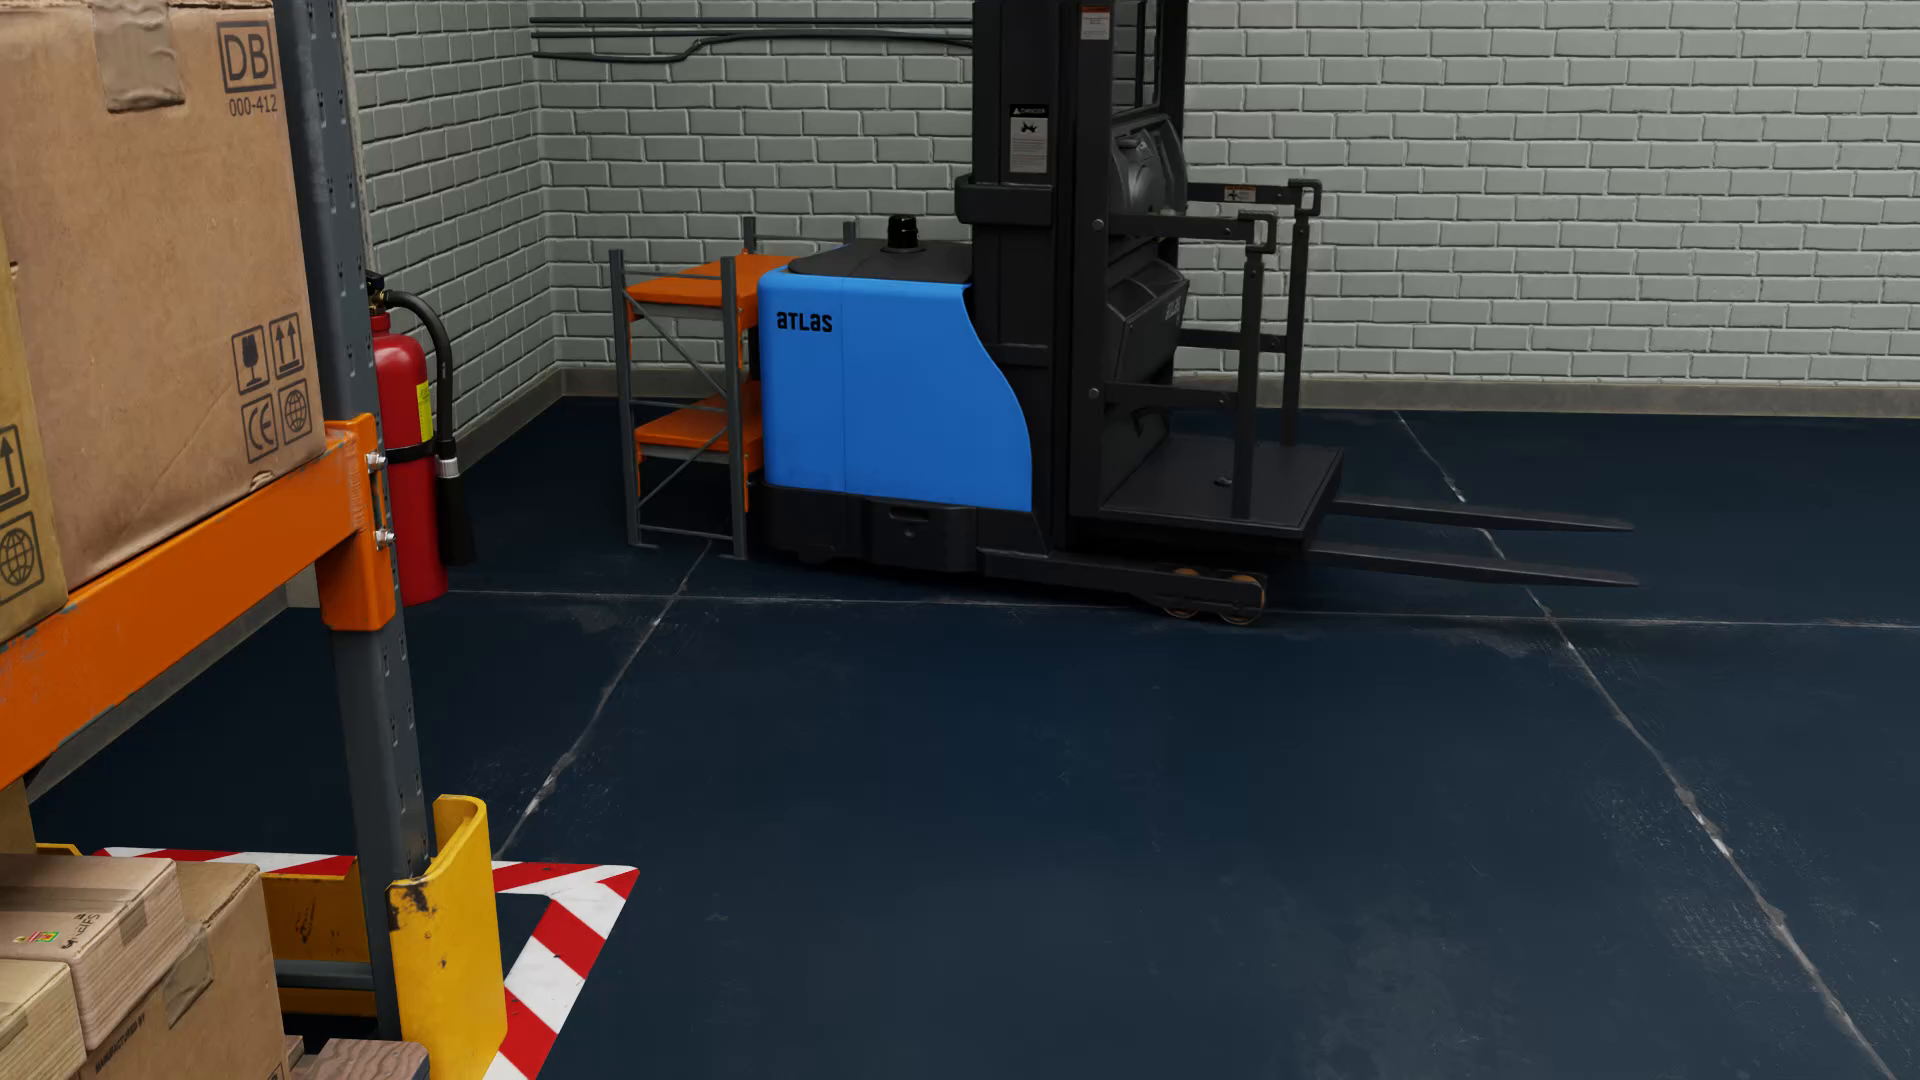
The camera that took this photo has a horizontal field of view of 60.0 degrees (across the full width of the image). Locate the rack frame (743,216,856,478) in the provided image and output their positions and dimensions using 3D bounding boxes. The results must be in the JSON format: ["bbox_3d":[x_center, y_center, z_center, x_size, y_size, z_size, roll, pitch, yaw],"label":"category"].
[{"bbox_3d":[-0.662,-0.784,7.010,0.500,1.125,0.032,7,19,20],"label":"rack frame"}]

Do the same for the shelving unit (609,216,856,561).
[{"bbox_3d":[-0.846,-0.637,6.559,0.538,1.125,1.048,7,19,20],"label":"shelving unit"}]

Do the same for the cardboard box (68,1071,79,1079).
[{"bbox_3d":[-1.498,0.966,1.996,0.700,0.500,0.500,1,18,4],"label":"cardboard box"}]

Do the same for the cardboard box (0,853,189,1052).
[{"bbox_3d":[-1.289,0.547,2.236,0.380,0.149,0.250,1,18,3],"label":"cardboard box"}]

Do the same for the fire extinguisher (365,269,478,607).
[{"bbox_3d":[-1.040,-0.220,2.999,0.296,0.674,0.183,1,18,4],"label":"fire extinguisher"}]

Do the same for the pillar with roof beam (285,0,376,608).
[{"bbox_3d":[2.113,-4.010,4.208,9.100,9.000,0.400,1,18,4],"label":"pillar with roof beam"}]

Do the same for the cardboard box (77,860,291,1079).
[{"bbox_3d":[-1.462,0.811,2.471,0.700,0.500,0.500,1,18,4],"label":"cardboard box"}]

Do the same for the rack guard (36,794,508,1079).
[{"bbox_3d":[-1.510,0.783,3.229,1.175,0.500,0.348,1,18,4],"label":"rack guard"}]

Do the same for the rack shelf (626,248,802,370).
[{"bbox_3d":[-0.847,-0.915,6.468,0.538,0.278,1.000,7,19,20],"label":"rack shelf"}]

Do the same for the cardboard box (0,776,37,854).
[{"bbox_3d":[-1.653,0.459,2.502,0.380,0.149,0.250,1,18,4],"label":"cardboard box"}]

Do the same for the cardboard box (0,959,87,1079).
[{"bbox_3d":[-1.307,0.626,1.993,0.380,0.149,0.250,2,18,5],"label":"cardboard box"}]

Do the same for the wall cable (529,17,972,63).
[{"bbox_3d":[-0.750,-3.521,7.703,3.097,2.526,0.112,1,18,4],"label":"wall cable"}]

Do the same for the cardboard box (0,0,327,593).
[{"bbox_3d":[-1.538,-0.381,2.286,0.980,0.700,0.700,2,18,6],"label":"cardboard box"}]

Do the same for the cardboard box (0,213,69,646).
[{"bbox_3d":[-1.579,-0.155,1.596,0.980,0.700,0.700,1,18,3],"label":"cardboard box"}]

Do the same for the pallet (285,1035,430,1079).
[{"bbox_3d":[-1.491,1.178,2.488,1.003,0.211,1.213,1,18,4],"label":"pallet"}]

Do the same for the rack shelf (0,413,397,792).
[{"bbox_3d":[-1.655,0.566,1.033,1.077,0.370,4.000,1,18,4],"label":"rack shelf"}]

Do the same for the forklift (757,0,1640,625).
[{"bbox_3d":[0.840,-1.295,5.668,3.031,2.935,1.130,6,19,19],"label":"forklift"}]

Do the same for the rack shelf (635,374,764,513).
[{"bbox_3d":[-0.846,-0.404,6.636,0.538,0.278,1.000,7,19,20],"label":"rack shelf"}]

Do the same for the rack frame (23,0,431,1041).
[{"bbox_3d":[-1.512,-0.397,2.817,1.000,3.000,0.127,1,18,4],"label":"rack frame"}]

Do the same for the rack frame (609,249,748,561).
[{"bbox_3d":[-1.031,-0.489,6.109,0.500,1.125,0.032,7,19,20],"label":"rack frame"}]
